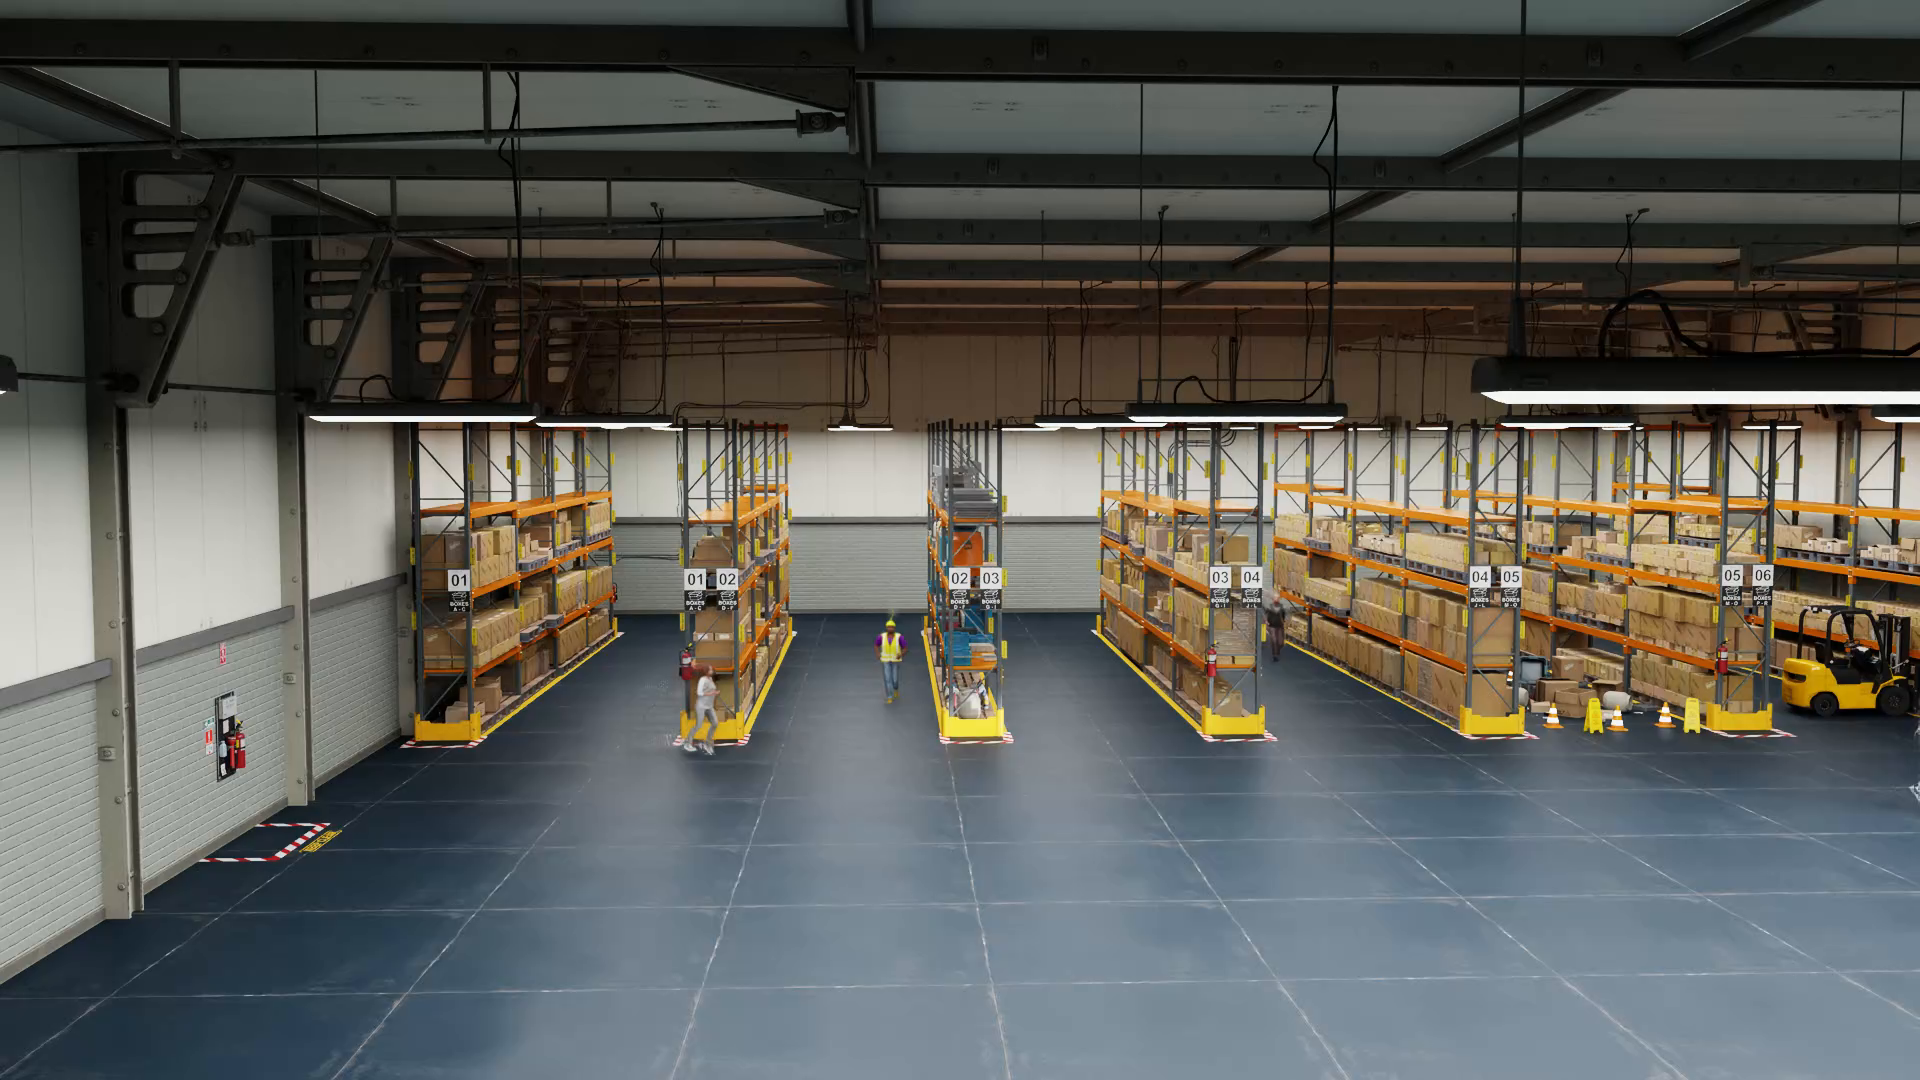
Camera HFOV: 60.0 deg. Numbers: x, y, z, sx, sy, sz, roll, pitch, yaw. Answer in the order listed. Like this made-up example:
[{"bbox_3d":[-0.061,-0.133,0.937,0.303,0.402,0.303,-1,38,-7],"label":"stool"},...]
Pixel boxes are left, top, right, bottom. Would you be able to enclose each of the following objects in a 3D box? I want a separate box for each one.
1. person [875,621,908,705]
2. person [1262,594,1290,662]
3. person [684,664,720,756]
[{"bbox_3d":[-1.470,2.585,35.348,0.714,1.757,0.785,0,4,2],"label":"person"},{"bbox_3d":[7.950,2.201,41.847,0.694,1.684,0.771,0,4,2],"label":"person"},{"bbox_3d":[-4.569,3.041,29.731,0.691,1.619,0.537,2,4,24],"label":"person"}]
